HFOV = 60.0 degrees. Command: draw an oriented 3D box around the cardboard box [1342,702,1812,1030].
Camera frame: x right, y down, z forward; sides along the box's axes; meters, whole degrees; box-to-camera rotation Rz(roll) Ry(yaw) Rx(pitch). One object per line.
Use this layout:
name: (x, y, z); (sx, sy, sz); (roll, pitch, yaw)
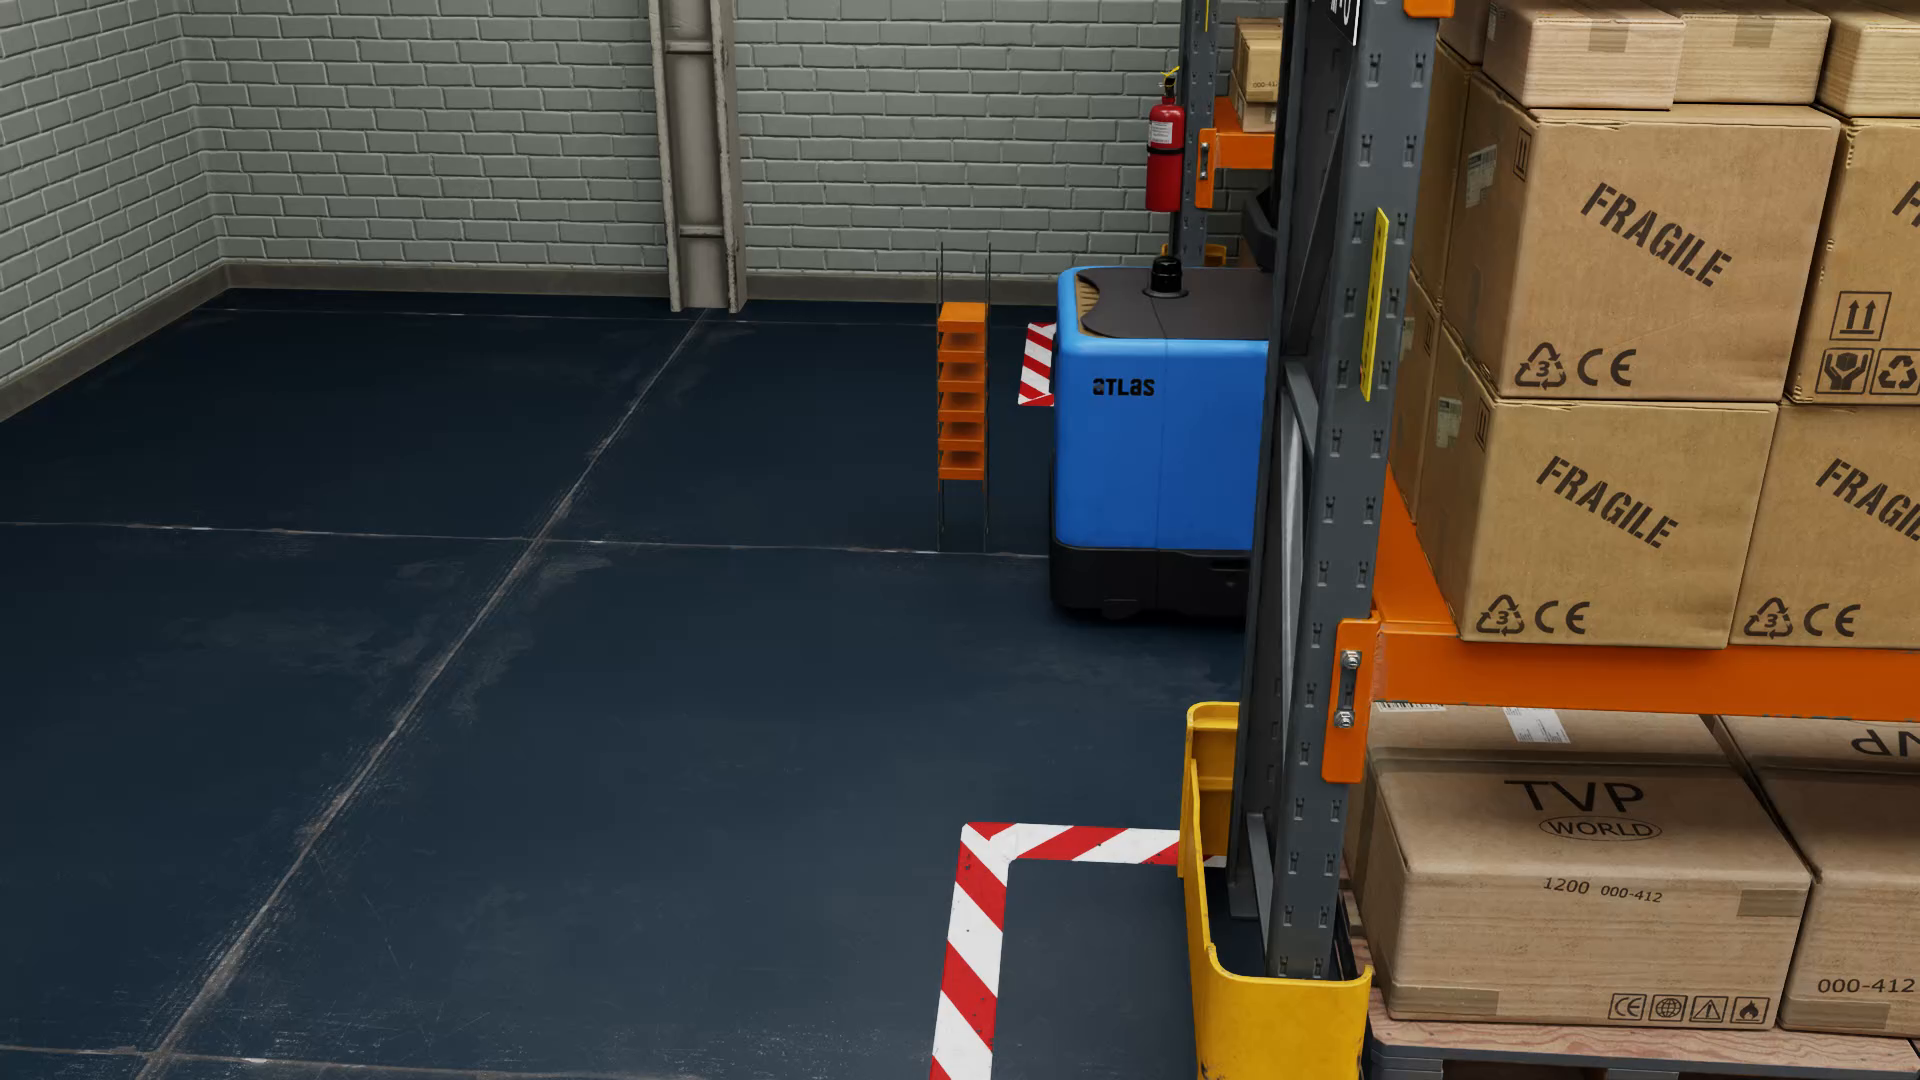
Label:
cardboard box: (1.442, 0.738, 4.120); (0.875, 0.438, 0.875); (1, 25, 2)

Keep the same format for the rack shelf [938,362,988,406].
rack shelf: (0.014, -0.613, 6.467); (0.180, 0.103, 0.258); (2, 25, 4)

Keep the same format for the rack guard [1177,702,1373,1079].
rack guard: (0.752, 0.920, 4.151); (0.348, 0.500, 1.175); (2, 25, 4)

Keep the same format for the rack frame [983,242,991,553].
rack frame: (0.106, -0.542, 6.492); (0.006, 1.200, 0.240); (2, 25, 4)

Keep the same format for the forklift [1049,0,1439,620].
forklift: (1.865, -1.211, 5.876); (3.031, 2.935, 1.130); (1, 25, 2)

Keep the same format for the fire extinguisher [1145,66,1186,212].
fire extinguisher: (0.970, -1.891, 7.809); (0.183, 0.674, 0.296); (2, 25, 4)

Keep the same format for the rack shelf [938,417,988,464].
rack shelf: (0.014, -0.395, 6.567); (0.180, 0.103, 0.258); (2, 25, 4)

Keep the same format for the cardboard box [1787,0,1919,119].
cardboard box: (1.626, -0.847, 2.911); (0.250, 0.149, 0.380); (3, 25, 6)

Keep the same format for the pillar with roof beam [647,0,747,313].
pillar with roof beam: (-1.797, -3.676, 3.974); (0.400, 9.000, 9.100); (2, 25, 4)

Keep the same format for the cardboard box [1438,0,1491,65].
cardboard box: (1.149, -1.081, 3.418); (0.250, 0.149, 0.380); (2, 25, 5)

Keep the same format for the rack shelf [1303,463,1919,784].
rack shelf: (2.770, 0.177, 3.639); (4.000, 0.370, 1.077); (2, 25, 4)

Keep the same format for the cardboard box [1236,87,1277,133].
cardboard box: (1.459, -2.044, 7.905); (0.250, 0.149, 0.380); (2, 25, 4)

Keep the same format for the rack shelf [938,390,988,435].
rack shelf: (0.014, -0.504, 6.517); (0.180, 0.103, 0.258); (2, 25, 4)

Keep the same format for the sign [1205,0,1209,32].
sign: (1.111, -2.450, 7.451); (0.005, 0.325, 0.100); (2, 25, 4)

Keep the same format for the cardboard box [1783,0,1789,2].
cardboard box: (1.668, -1.109, 3.481); (0.250, 0.149, 0.380); (2, 25, 3)

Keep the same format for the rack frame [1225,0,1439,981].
rack frame: (0.776, -0.214, 3.627); (0.127, 3.000, 1.000); (2, 25, 4)

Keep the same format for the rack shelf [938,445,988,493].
rack shelf: (0.014, -0.286, 6.617); (0.180, 0.103, 0.258); (2, 25, 4)

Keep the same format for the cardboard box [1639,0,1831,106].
cardboard box: (1.375, -0.903, 3.033); (0.250, 0.149, 0.380); (2, 25, 5)

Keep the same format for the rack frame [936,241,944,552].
rack frame: (-0.077, -0.548, 6.505); (0.006, 1.200, 0.240); (2, 25, 4)

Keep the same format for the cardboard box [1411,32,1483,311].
cardboard box: (1.275, -0.798, 3.579); (0.500, 0.500, 0.500); (3, 25, 6)

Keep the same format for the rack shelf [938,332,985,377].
rack shelf: (0.014, -0.722, 6.416); (0.180, 0.103, 0.258); (2, 25, 4)

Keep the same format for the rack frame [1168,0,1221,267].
rack frame: (1.152, -2.283, 8.123); (0.127, 3.000, 1.000); (2, 25, 4)

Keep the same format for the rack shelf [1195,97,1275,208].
rack shelf: (3.146, -1.892, 8.135); (4.000, 0.370, 1.077); (2, 25, 4)

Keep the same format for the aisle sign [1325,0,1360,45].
aisle sign: (0.682, -1.277, 2.826); (0.004, 0.787, 0.394); (2, 25, 4)

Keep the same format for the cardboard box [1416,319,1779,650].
cardboard box: (1.233, -0.125, 3.313); (0.500, 0.500, 0.500); (2, 25, 4)

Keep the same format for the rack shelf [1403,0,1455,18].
rack shelf: (2.770, -1.186, 3.012); (4.000, 0.370, 1.077); (2, 25, 4)

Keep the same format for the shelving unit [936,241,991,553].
shelving unit: (0.014, -0.545, 6.498); (0.189, 1.200, 0.258); (2, 25, 4)

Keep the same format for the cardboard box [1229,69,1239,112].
cardboard box: (1.503, -2.270, 8.396); (0.250, 0.149, 0.380); (2, 25, 3)

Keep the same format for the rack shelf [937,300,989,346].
rack shelf: (0.014, -0.831, 6.366); (0.180, 0.103, 0.258); (2, 25, 4)

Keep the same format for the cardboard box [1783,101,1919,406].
cardboard box: (1.748, -0.566, 3.076); (0.500, 0.500, 0.500); (1, 25, 3)

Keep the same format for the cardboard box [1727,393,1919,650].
cardboard box: (1.739, -0.120, 3.303); (0.500, 0.500, 0.500); (1, 25, 3)

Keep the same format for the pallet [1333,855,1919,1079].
pallet: (1.579, 1.046, 4.225); (1.213, 0.211, 1.003); (2, 25, 4)

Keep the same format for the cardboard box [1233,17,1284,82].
cardboard box: (1.631, -2.446, 8.301); (0.500, 0.250, 0.500); (3, 25, 6)

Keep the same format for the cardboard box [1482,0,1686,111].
cardboard box: (1.109, -0.882, 2.986); (0.250, 0.149, 0.380); (2, 25, 5)

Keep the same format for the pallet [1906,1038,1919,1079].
pallet: (2.792, 1.086, 4.138); (1.213, 0.211, 1.003); (2, 25, 4)

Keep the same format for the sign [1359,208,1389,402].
sign: (0.727, -0.412, 2.927); (0.005, 0.325, 0.100); (2, 25, 4)

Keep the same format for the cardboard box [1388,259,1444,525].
cardboard box: (1.277, -0.355, 3.813); (0.500, 0.500, 0.500); (2, 25, 4)

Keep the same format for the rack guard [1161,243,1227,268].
rack guard: (1.228, -1.145, 8.641); (0.348, 0.500, 1.175); (2, 25, 4)

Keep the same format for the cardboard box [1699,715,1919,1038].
cardboard box: (2.355, 0.764, 4.064); (0.875, 0.438, 0.875); (2, 25, 5)

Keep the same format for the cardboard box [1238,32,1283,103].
cardboard box: (1.584, -2.223, 7.817); (0.500, 0.250, 0.500); (2, 25, 4)

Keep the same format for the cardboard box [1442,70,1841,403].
cardboard box: (1.233, -0.580, 3.106); (0.500, 0.500, 0.500); (1, 25, 3)

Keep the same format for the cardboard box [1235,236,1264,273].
cardboard box: (1.755, -1.281, 8.429); (0.637, 0.503, 0.797); (1, 25, 2)
